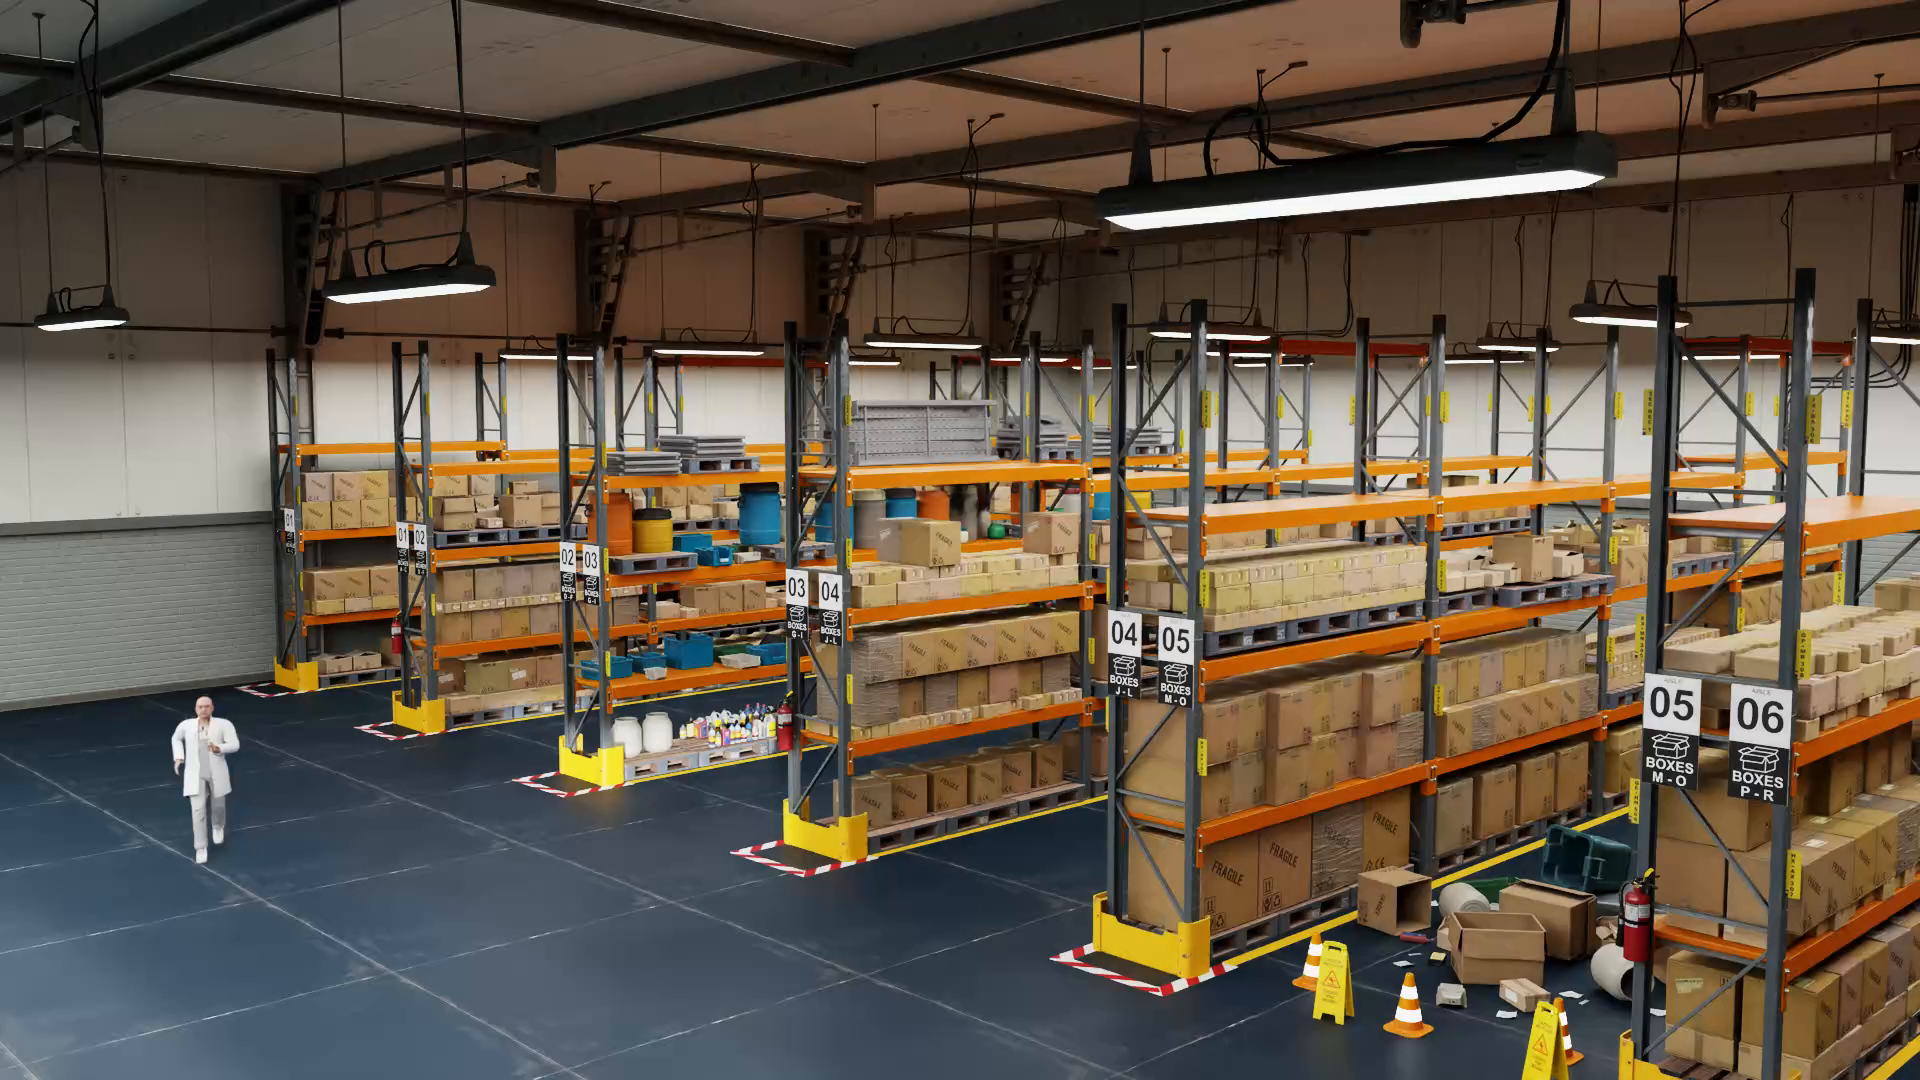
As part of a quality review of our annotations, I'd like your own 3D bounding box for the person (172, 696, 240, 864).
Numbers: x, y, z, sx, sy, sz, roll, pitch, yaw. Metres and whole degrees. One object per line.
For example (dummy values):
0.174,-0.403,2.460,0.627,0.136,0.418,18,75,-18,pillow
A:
-8.457,2.634,18.664,0.703,1.765,1.063,-2,5,-23,person
